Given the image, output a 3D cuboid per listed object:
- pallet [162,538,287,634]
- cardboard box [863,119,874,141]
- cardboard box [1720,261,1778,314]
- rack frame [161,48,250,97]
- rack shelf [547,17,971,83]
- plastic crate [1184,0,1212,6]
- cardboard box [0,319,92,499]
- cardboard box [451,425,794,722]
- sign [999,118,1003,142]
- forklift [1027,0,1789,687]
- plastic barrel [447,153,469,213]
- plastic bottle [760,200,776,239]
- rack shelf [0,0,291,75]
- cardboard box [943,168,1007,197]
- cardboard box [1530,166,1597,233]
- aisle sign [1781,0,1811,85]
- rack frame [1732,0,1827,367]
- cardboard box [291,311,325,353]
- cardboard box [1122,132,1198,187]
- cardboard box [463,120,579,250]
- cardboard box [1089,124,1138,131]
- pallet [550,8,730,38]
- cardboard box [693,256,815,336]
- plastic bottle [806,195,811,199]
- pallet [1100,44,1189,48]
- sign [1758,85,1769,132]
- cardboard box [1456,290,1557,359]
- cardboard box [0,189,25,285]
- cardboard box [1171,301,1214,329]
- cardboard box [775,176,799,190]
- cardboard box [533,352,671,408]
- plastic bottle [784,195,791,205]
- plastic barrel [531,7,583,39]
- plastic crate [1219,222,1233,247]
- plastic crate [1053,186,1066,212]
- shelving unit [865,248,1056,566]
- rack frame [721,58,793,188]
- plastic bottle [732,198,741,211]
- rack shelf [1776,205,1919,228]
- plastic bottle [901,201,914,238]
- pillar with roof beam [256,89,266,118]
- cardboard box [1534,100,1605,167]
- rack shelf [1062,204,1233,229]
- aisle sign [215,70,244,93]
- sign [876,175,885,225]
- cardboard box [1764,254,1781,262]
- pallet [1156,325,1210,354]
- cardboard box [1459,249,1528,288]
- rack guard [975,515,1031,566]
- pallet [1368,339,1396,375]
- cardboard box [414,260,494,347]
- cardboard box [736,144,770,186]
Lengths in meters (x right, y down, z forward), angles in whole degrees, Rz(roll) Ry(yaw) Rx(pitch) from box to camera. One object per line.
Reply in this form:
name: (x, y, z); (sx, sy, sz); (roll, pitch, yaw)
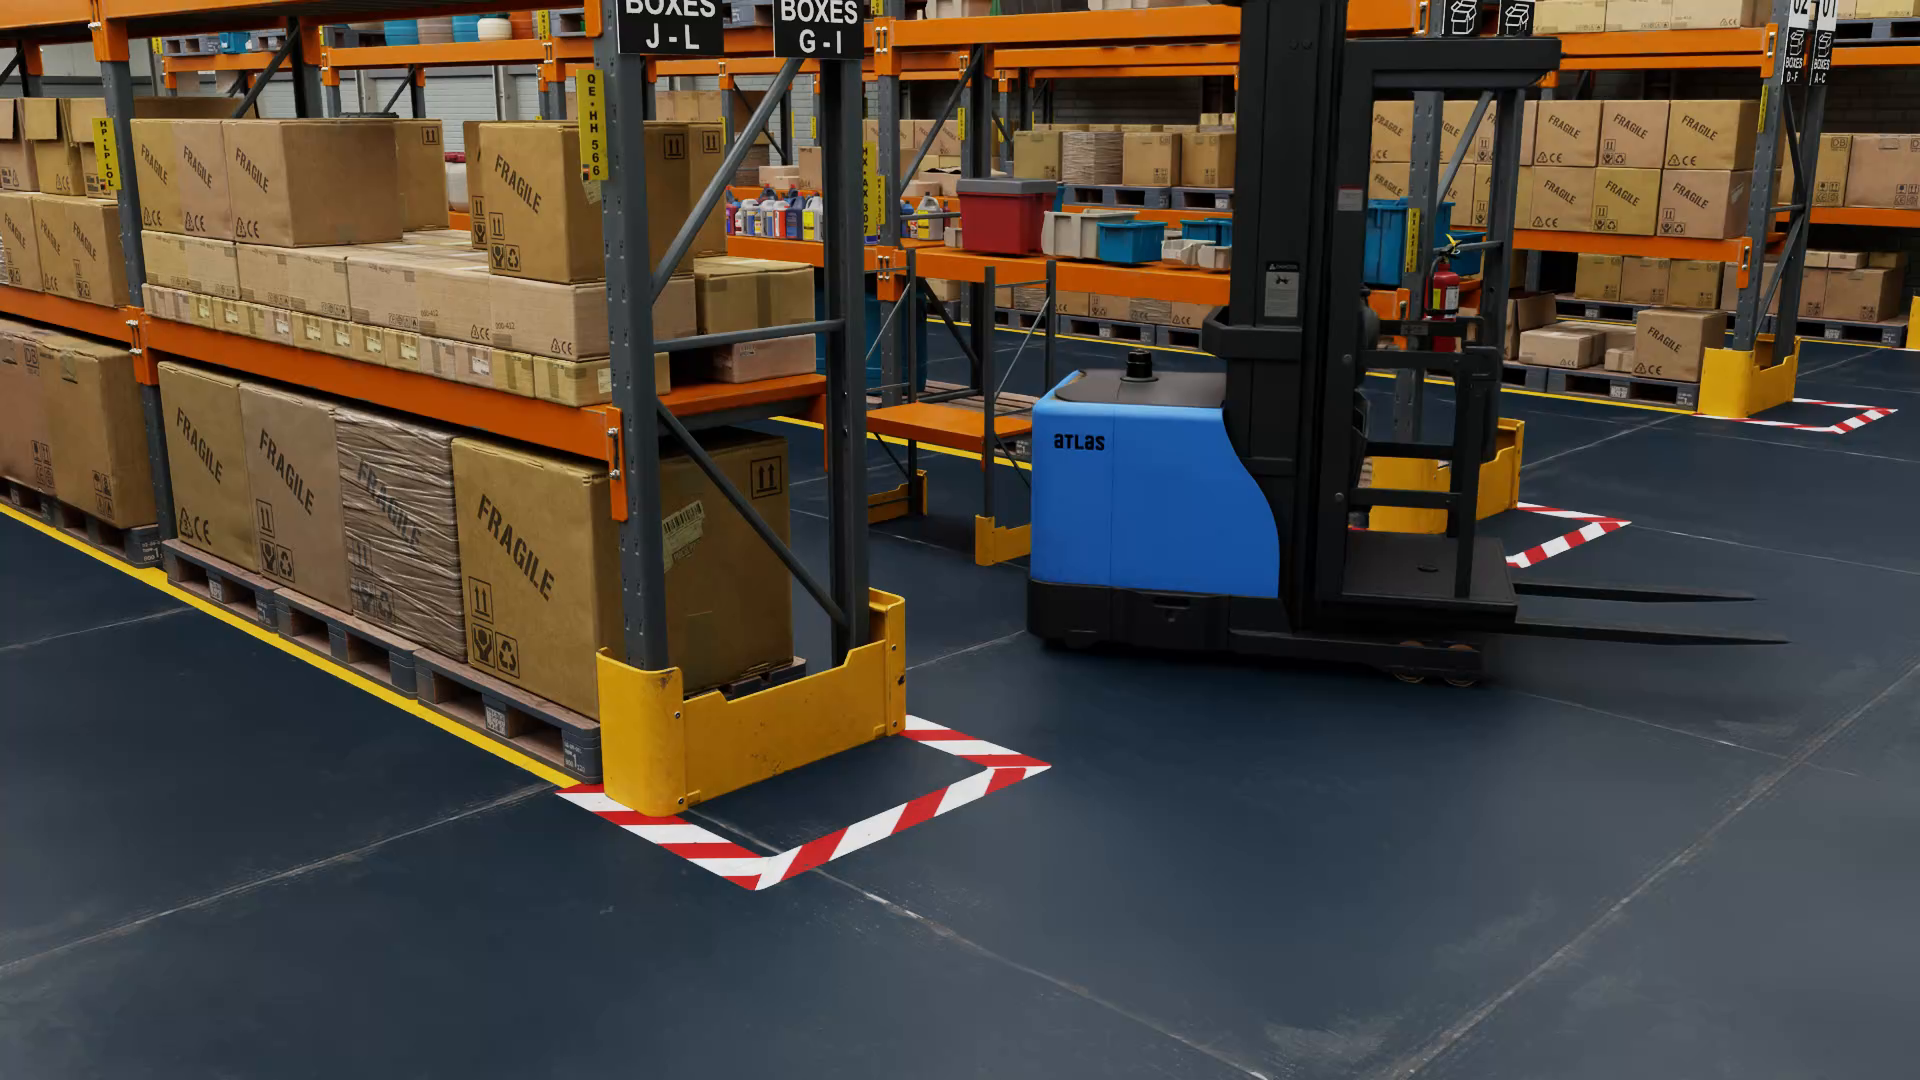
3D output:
pallet: (-3.109, 0.120, 8.051); (1.213, 0.211, 1.003); (14, 20, 42)
cardboard box: (-1.442, -6.247, 25.730); (0.500, 0.500, 0.500); (14, 20, 42)
cardboard box: (8.296, -2.647, 17.266); (0.500, 0.500, 0.700); (13, 19, 40)
rack frame: (-8.803, -4.375, 19.775); (0.127, 3.000, 1.000); (14, 20, 42)
rack shelf: (-1.604, -3.729, 12.771); (4.000, 0.370, 1.077); (14, 20, 42)
plastic crate: (1.334, -3.413, 10.369); (0.530, 0.282, 0.437); (14, 20, 42)
cardboard box: (-4.721, -0.816, 9.495); (0.875, 0.875, 1.225); (13, 19, 40)
cardboard box: (-1.239, 0.051, 6.167); (0.875, 0.875, 0.875); (14, 20, 42)
sign: (0.582, -5.793, 23.498); (0.005, 0.325, 0.100); (14, 20, 42)
forklift: (1.861, -0.978, 6.872); (3.031, 2.935, 1.130); (4, 15, 14)
plastic barrel: (-4.547, -3.330, 15.493); (0.433, 0.535, 0.433); (0, 15, 0)
plastic bottle: (-1.395, -2.401, 12.445); (0.135, 0.276, 0.152); (14, 20, 42)
rack shelf: (-5.042, -2.830, 9.321); (4.000, 0.370, 1.077); (14, 20, 42)
cardboard box: (0.166, -3.902, 18.136); (0.500, 0.311, 0.500); (-13, 19, -41)
cardboard box: (4.913, -2.729, 13.260); (0.500, 0.500, 0.500); (14, 20, 43)
aisle sign: (5.993, -3.664, 11.890); (0.004, 0.787, 0.394); (14, 20, 42)
rack frame: (6.156, -2.474, 12.477); (0.127, 3.000, 1.000); (14, 20, 42)
cardboard box: (-2.497, -0.870, 6.820); (0.250, 0.149, 0.380); (13, 19, 41)
cardboard box: (1.962, -3.723, 16.242); (0.500, 0.500, 0.700); (8, 17, 28)
cardboard box: (-1.618, -1.421, 6.655); (0.500, 0.500, 0.500); (13, 19, 41)
cardboard box: (2.189, -5.431, 22.756); (0.700, 0.500, 0.500); (-11, 18, -37)
pallet: (-2.561, -4.184, 13.466); (1.213, 0.211, 1.003); (14, 20, 42)
cardboard box: (-0.881, -0.881, 6.070); (0.500, 0.250, 0.500); (13, 19, 41)
plastic bottle: (-1.201, -2.608, 13.248); (0.097, 0.271, 0.097); (0, 15, 0)
pallet: (2.107, -4.842, 15.990); (1.003, 0.211, 1.213); (14, 20, 42)
sign: (5.756, -3.090, 11.918); (0.005, 0.325, 0.100); (14, 20, 42)
cardboard box: (4.633, -1.851, 14.164); (0.637, 0.503, 0.797); (14, 20, 42)
cardboard box: (-5.218, -1.724, 9.399); (0.500, 0.500, 0.500); (14, 20, 42)
cardboard box: (2.372, -2.299, 15.893); (0.500, 0.500, 0.500); (14, 20, 42)
cardboard box: (-1.986, -4.260, 19.831); (0.250, 0.149, 0.380); (14, 20, 42)
cardboard box: (-1.207, -0.557, 5.620); (0.380, 0.149, 0.250); (-14, 20, -43)
plastic bottle: (-1.371, -2.599, 13.213); (0.097, 0.271, 0.097); (0, 15, 0)
plastic barrel: (-3.484, -4.853, 14.663); (0.600, 0.901, 0.600); (0, 15, 0)
plastic crate: (1.818, -1.857, 10.322); (0.300, 0.233, 0.416); (14, 20, 42)
plastic crate: (0.409, -2.277, 11.634); (0.575, 0.384, 0.392); (14, 20, 42)
shelving unit: (-0.055, -0.739, 8.794); (1.083, 1.500, 0.587); (14, 20, 42)
rack frame: (-2.482, -4.574, 20.537); (0.127, 3.000, 1.000); (14, 20, 42)
plastic bottle: (-1.718, -2.489, 12.792); (0.097, 0.271, 0.097); (0, 15, 0)
rack shelf: (8.152, -3.375, 17.364); (4.000, 0.370, 1.077); (14, 20, 42)
plastic bottle: (-0.394, -2.412, 12.495); (0.097, 0.271, 0.097); (0, 15, 0)
pillar with roof beam: (-21.087, -12.530, 39.174); (0.400, 9.000, 9.100); (14, 20, 42)
cardboard box: (4.904, -3.212, 13.129); (0.500, 0.500, 0.500); (-14, 20, -43)
rack shelf: (1.837, -3.176, 16.597); (4.000, 0.370, 1.077); (14, 20, 42)
aisle sign: (-8.648, -5.700, 19.703); (0.004, 0.787, 0.394); (14, 20, 42)
sign: (-0.547, -2.310, 11.298); (0.005, 0.325, 0.100); (14, 20, 42)
cardboard box: (8.519, -2.977, 17.245); (0.250, 0.149, 0.380); (14, 20, 43)
pallet: (2.665, -1.960, 16.035); (1.213, 0.211, 1.003); (14, 20, 42)
cardboard box: (6.154, -3.327, 19.181); (0.750, 0.750, 0.750); (14, 20, 43)
rack guard: (0.304, -0.047, 8.617); (0.087, 0.250, 0.587); (14, 20, 42)
pallet: (3.770, -1.704, 15.053); (1.213, 0.211, 1.003); (14, 20, 42)
cardboard box: (-1.620, -0.873, 6.042); (0.500, 0.250, 0.500); (13, 20, 41)
cardboard box: (-2.806, -4.699, 20.818); (0.500, 0.500, 0.700); (13, 19, 41)
